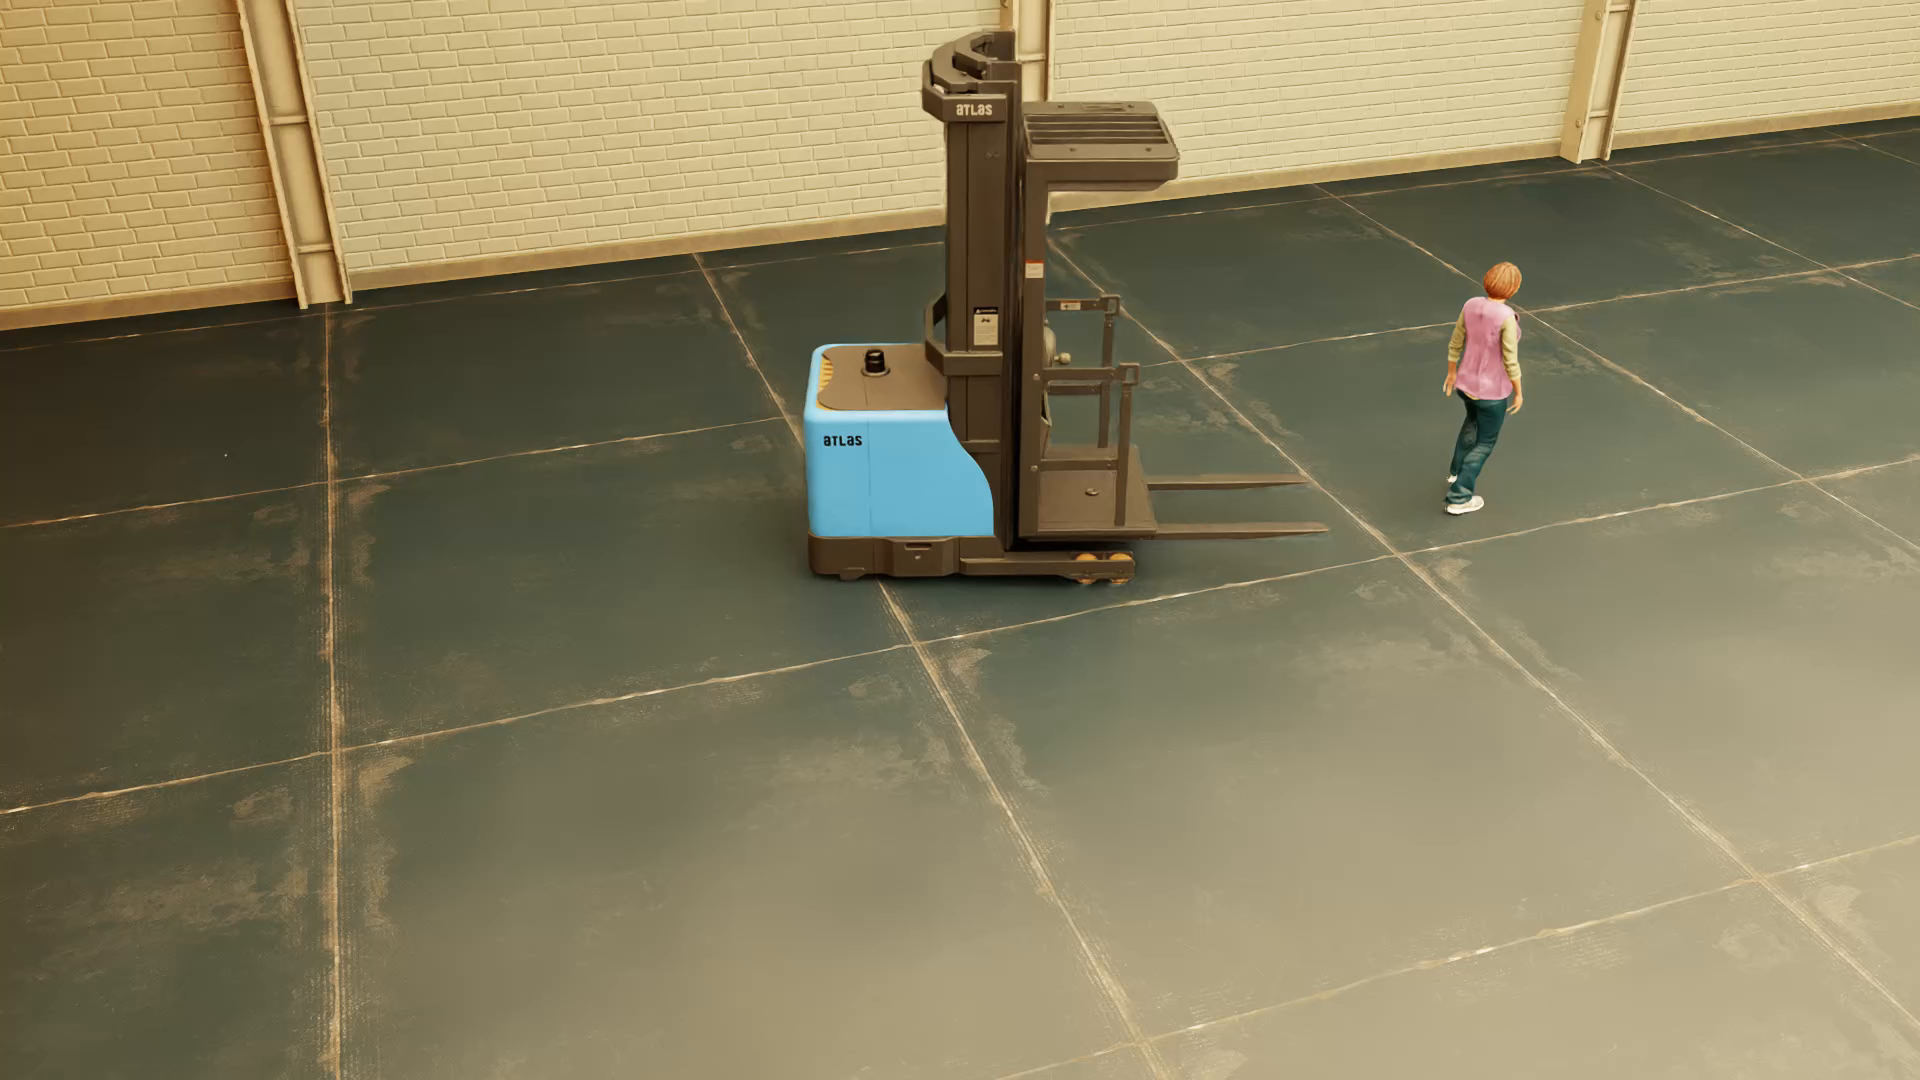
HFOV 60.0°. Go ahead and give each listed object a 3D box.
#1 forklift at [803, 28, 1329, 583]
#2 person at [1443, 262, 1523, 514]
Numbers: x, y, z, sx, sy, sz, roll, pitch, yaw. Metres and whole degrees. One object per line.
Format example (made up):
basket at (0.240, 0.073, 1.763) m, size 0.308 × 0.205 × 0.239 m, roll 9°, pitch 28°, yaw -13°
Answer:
forklift at (0.631, -1.286, 9.322) m, size 3.031 × 2.935 × 1.130 m, roll -1°, pitch 30°, yaw -1°
person at (3.188, -0.907, 10.071) m, size 0.487 × 1.628 × 0.510 m, roll -16°, pitch 33°, yaw -25°
